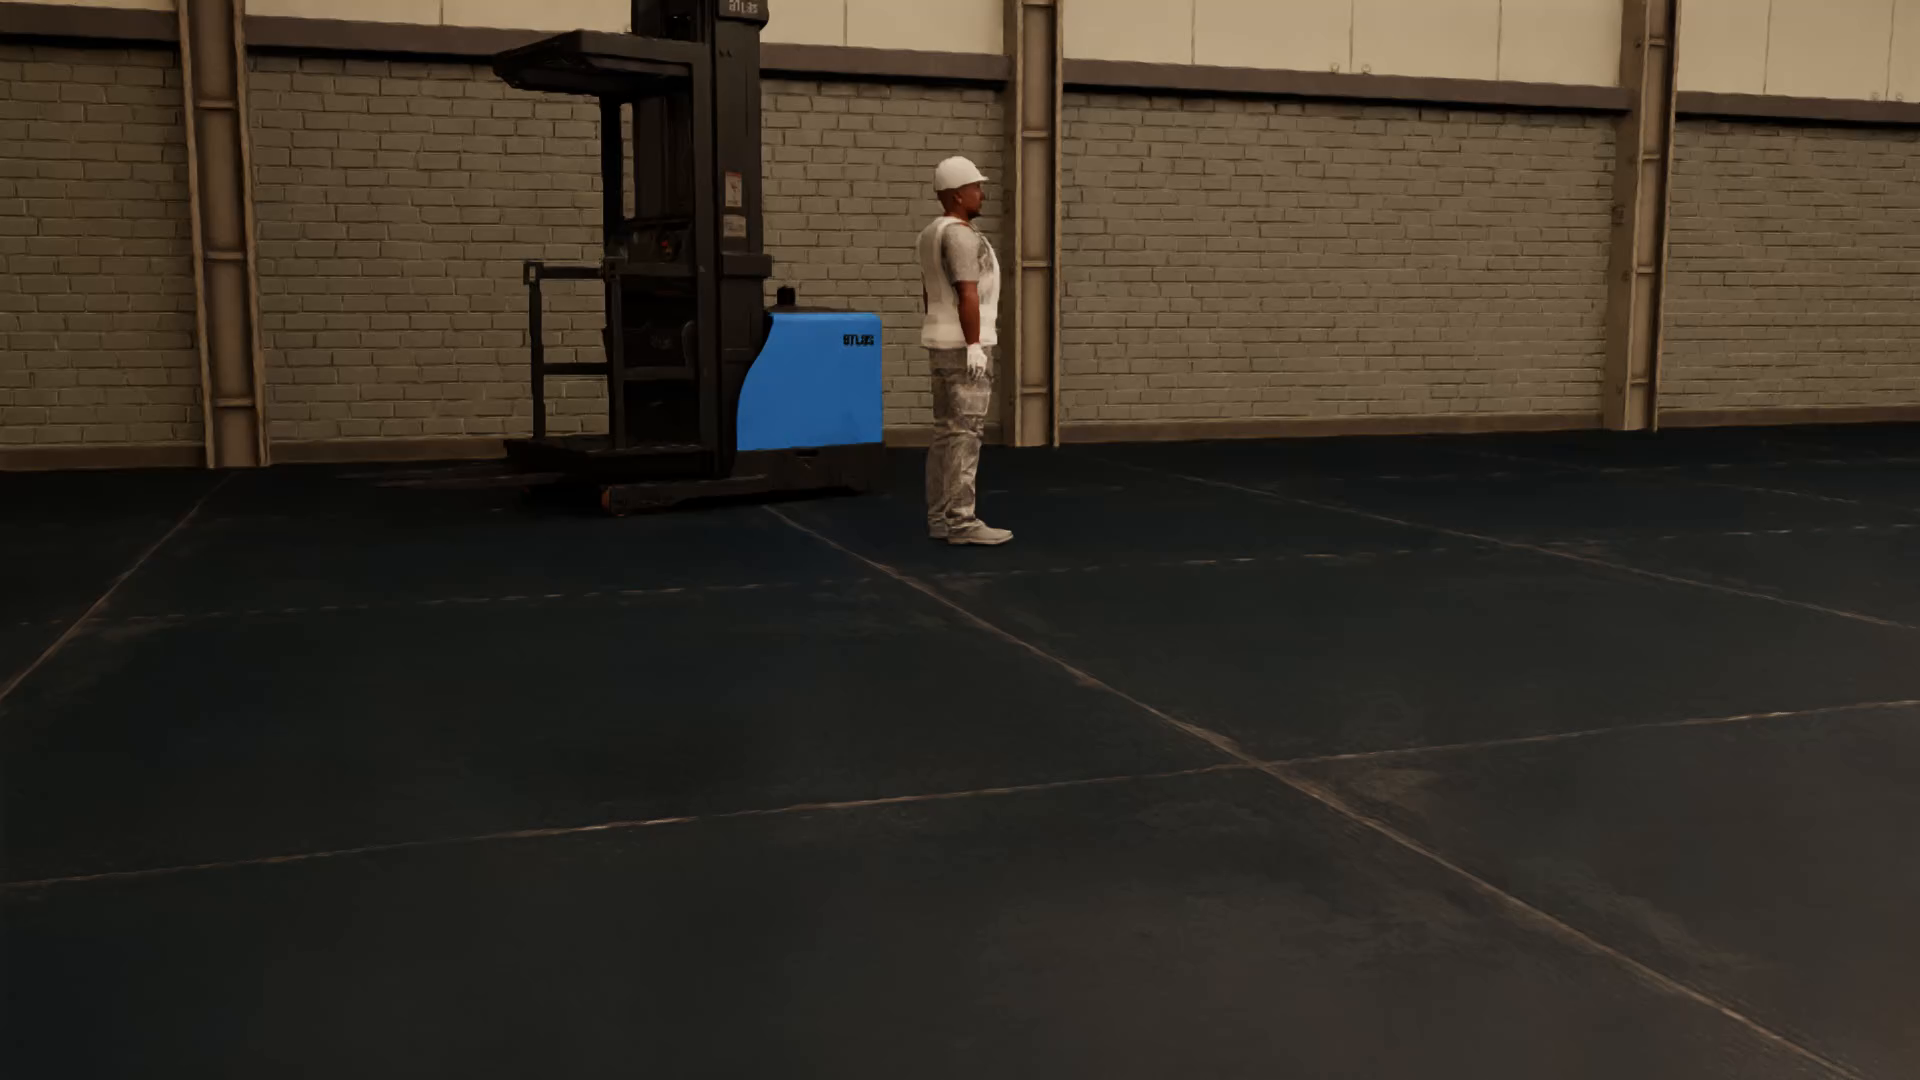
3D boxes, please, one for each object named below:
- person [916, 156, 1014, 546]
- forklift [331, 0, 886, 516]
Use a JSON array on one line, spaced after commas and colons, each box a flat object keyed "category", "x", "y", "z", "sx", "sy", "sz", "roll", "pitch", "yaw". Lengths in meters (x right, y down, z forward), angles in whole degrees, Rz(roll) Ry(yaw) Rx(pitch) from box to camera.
[{"category": "person", "x": 0.012, "y": -0.886, "z": 7.809, "sx": 0.365, "sy": 1.790, "sz": 0.546, "roll": -3, "pitch": 8, "yaw": -18}, {"category": "forklift", "x": -1.914, "y": -1.659, "z": 9.243, "sx": 3.031, "sy": 2.935, "sz": 1.130, "roll": -6, "pitch": 10, "yaw": -38}]
